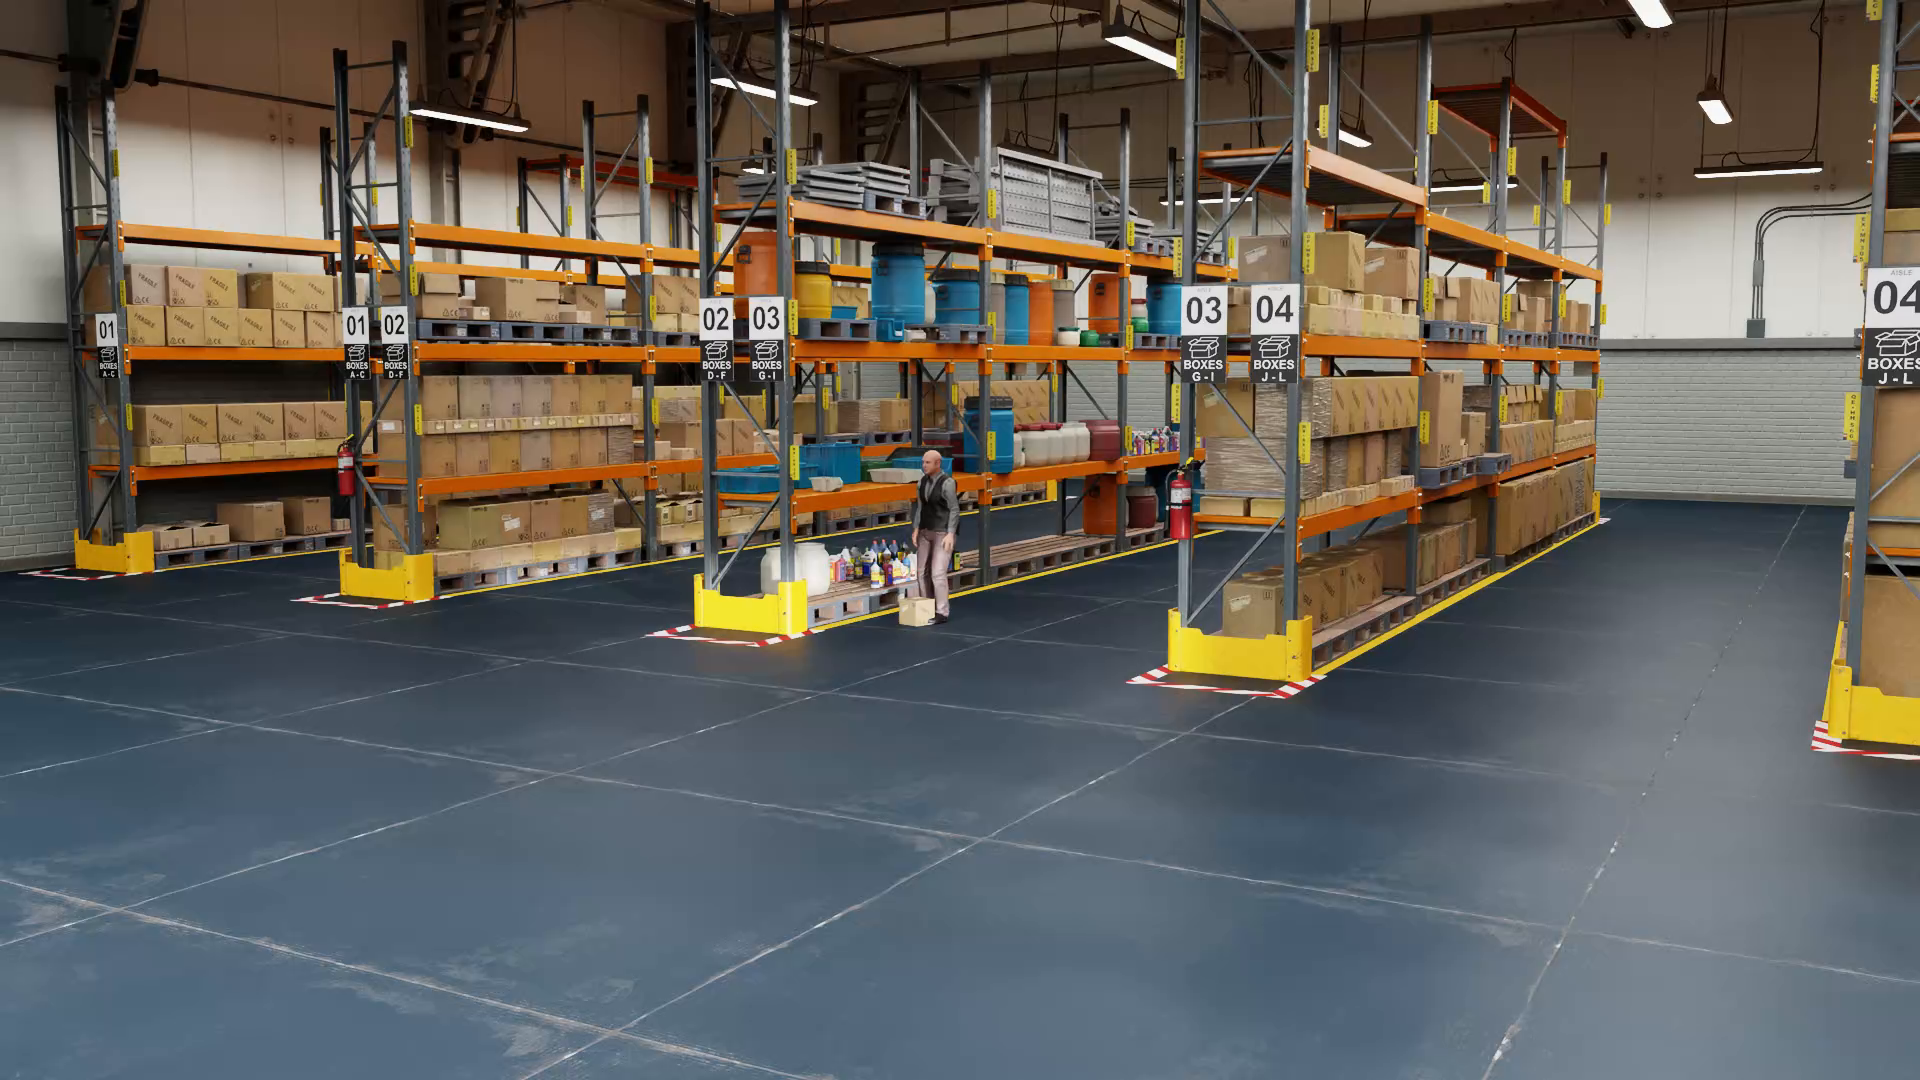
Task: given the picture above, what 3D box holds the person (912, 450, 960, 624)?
[{"bbox_3d":[-0.246,-0.041,16.632,0.460,1.722,0.580,-5,8,-42],"label":"person"}]
